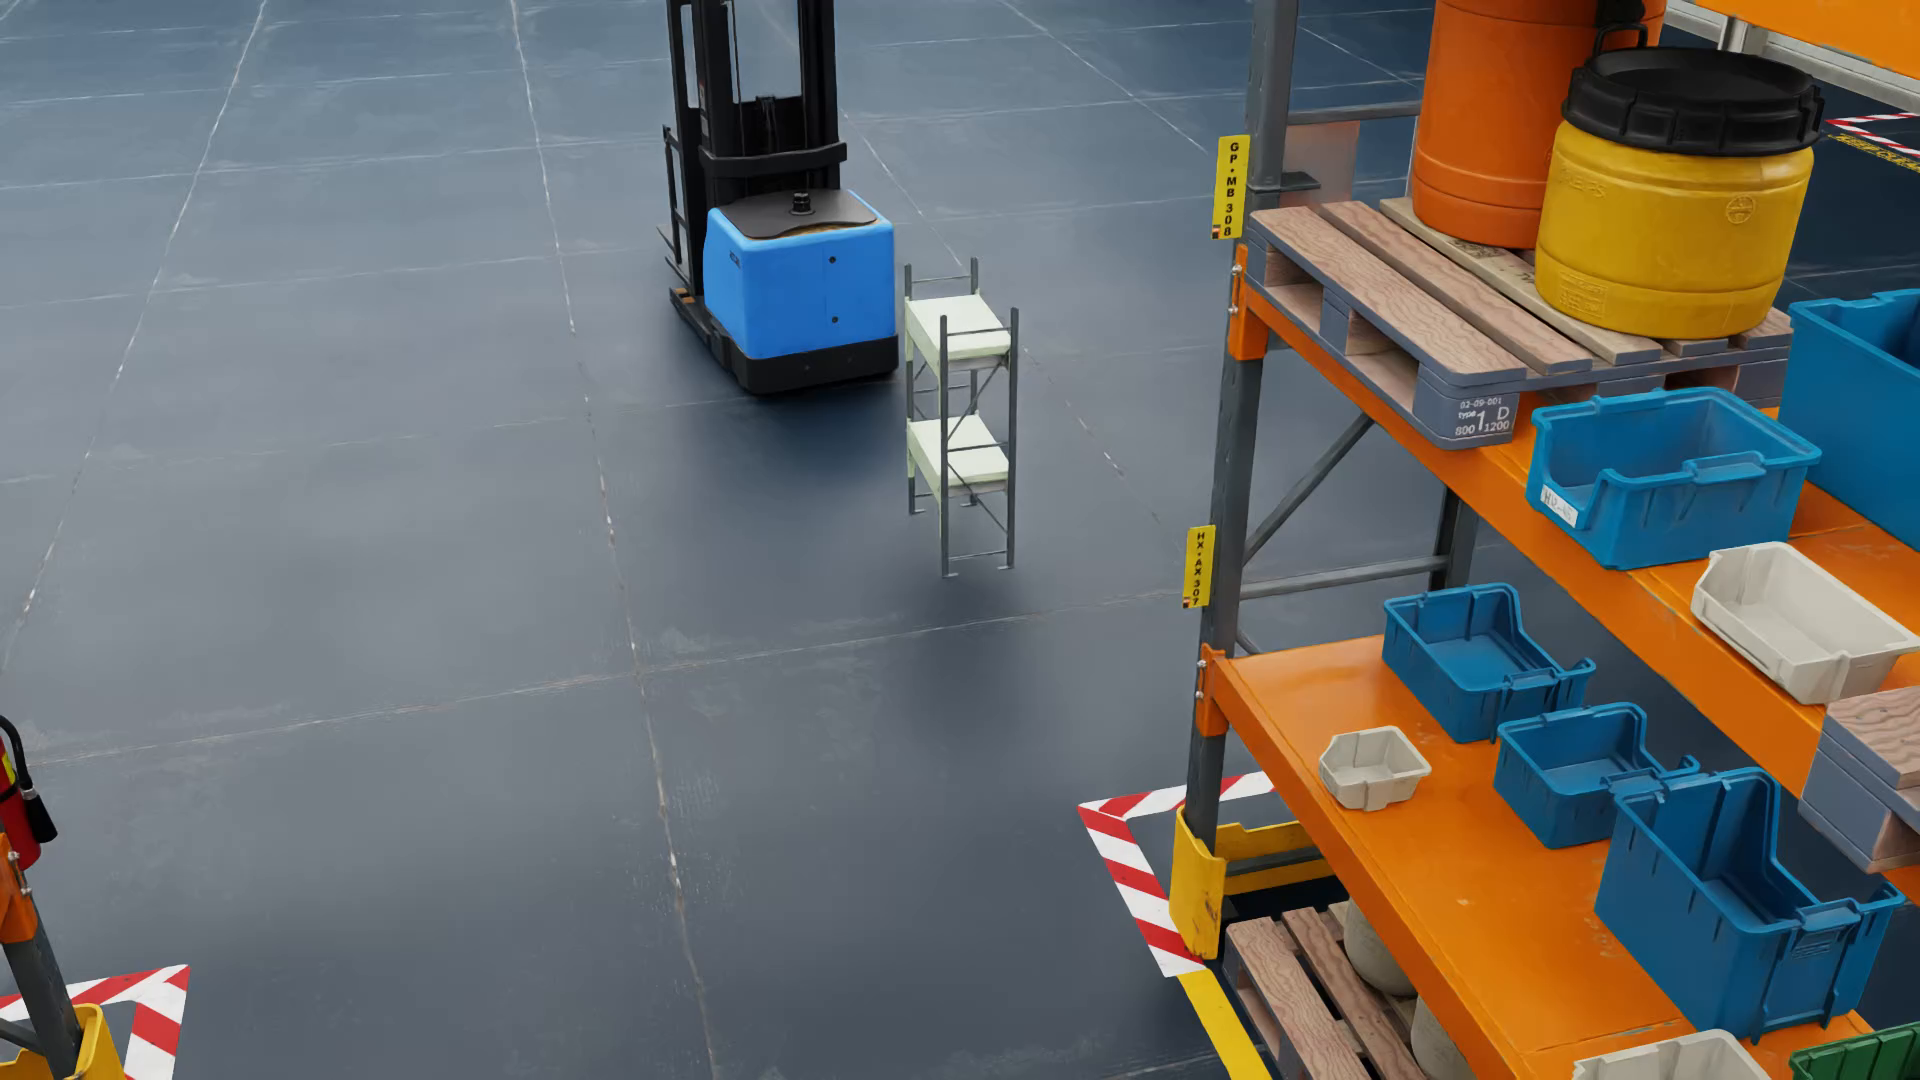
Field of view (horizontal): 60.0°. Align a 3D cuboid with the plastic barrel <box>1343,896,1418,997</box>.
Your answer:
[{"bbox_3d":[1.614,1.347,5.993,0.421,0.512,0.421,0,30,0],"label":"plastic barrel"}]

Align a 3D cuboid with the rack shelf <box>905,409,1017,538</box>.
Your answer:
[{"bbox_3d":[-0.002,-0.370,9.043,0.431,0.370,0.720,-8,31,-13],"label":"rack shelf"}]

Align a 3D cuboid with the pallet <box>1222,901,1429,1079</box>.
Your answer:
[{"bbox_3d":[1.642,1.775,5.973,1.003,0.211,1.213,-8,31,-13],"label":"pallet"}]

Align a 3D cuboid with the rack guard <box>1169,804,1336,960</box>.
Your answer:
[{"bbox_3d":[1.432,1.257,6.580,1.175,0.500,0.348,-8,31,-13],"label":"rack guard"}]

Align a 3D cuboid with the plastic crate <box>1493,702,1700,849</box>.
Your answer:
[{"bbox_3d":[1.954,0.725,5.151,0.499,0.251,0.408,-8,31,-13],"label":"plastic crate"}]

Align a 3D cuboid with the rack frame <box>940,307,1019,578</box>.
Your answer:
[{"bbox_3d":[0.095,-0.476,8.574,0.400,1.500,0.023,-8,31,-13],"label":"rack frame"}]

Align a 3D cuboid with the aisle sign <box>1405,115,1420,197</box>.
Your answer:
[{"bbox_3d":[1.633,-1.055,5.483,0.394,0.787,0.004,-8,31,-13],"label":"aisle sign"}]

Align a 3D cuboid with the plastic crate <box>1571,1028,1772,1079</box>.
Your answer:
[{"bbox_3d":[1.753,1.440,4.031,0.530,0.136,0.437,-8,31,-13],"label":"plastic crate"}]

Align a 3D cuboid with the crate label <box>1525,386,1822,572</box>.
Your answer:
[{"bbox_3d":[1.544,-0.142,3.654,0.502,0.251,0.408,-8,31,-13],"label":"crate label"}]

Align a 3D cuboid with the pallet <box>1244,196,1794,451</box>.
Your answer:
[{"bbox_3d":[1.491,-0.660,4.589,1.003,0.211,1.213,-8,31,-13],"label":"pallet"}]

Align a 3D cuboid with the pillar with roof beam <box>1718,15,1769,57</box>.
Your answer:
[{"bbox_3d":[4.602,-8.770,15.418,9.100,9.000,0.400,-8,31,-13],"label":"pillar with roof beam"}]

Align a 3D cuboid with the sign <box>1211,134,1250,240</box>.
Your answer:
[{"bbox_3d":[0.835,-1.087,5.130,0.100,0.325,0.005,-8,31,-13],"label":"sign"}]

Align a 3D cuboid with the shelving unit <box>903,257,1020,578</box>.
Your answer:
[{"bbox_3d":[-0.002,-0.652,8.880,0.431,1.500,0.755,-8,31,-13],"label":"shelving unit"}]

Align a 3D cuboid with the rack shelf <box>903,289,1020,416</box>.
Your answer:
[{"bbox_3d":[-0.002,-0.990,8.684,0.431,0.370,0.720,-8,31,-13],"label":"rack shelf"}]

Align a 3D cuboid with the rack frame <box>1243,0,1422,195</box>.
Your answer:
[{"bbox_3d":[1.366,-2.452,4.503,1.000,3.000,0.127,-8,31,-13],"label":"rack frame"}]

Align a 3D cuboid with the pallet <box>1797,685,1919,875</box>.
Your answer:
[{"bbox_3d":[2.142,0.524,2.544,1.213,0.211,1.003,-8,31,-13],"label":"pallet"}]

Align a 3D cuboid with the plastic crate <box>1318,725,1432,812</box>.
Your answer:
[{"bbox_3d":[1.293,0.733,5.252,0.298,0.136,0.250,-8,31,-13],"label":"plastic crate"}]

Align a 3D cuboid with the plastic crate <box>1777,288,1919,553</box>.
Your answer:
[{"bbox_3d":[2.163,-0.266,3.737,0.392,0.384,0.575,-8,31,-13],"label":"plastic crate"}]

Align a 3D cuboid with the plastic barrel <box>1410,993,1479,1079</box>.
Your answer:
[{"bbox_3d":[1.748,1.589,5.574,0.421,0.512,0.421,0,30,0],"label":"plastic barrel"}]

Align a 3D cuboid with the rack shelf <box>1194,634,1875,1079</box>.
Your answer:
[{"bbox_3d":[1.897,1.422,4.518,1.077,0.370,4.000,-8,31,-13],"label":"rack shelf"}]

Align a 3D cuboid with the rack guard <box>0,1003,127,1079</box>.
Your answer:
[{"bbox_3d":[-3.389,1.921,5.431,1.175,0.500,0.348,-8,31,-13],"label":"rack guard"}]

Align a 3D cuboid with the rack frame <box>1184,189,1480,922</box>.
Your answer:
[{"bbox_3d":[1.366,0.144,6.006,1.000,3.000,0.127,-8,31,-13],"label":"rack frame"}]

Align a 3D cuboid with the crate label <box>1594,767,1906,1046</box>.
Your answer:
[{"bbox_3d":[2.115,0.982,4.524,0.502,0.435,0.616,-8,31,-13],"label":"crate label"}]

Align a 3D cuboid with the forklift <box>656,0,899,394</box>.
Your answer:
[{"bbox_3d":[-1.467,-2.932,11.390,1.130,2.935,3.031,-12,32,-20],"label":"forklift"}]

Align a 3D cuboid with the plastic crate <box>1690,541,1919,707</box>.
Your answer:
[{"bbox_3d":[1.612,0.171,3.230,0.243,0.136,0.396,-8,31,-13],"label":"plastic crate"}]

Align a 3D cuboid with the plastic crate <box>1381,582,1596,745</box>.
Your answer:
[{"bbox_3d":[1.787,0.411,5.695,0.499,0.251,0.616,-8,31,-13],"label":"plastic crate"}]

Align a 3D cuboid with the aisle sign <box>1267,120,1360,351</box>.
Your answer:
[{"bbox_3d":[1.065,-0.977,5.348,0.394,0.787,0.004,-8,31,-13],"label":"aisle sign"}]

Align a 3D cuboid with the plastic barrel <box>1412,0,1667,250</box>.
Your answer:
[{"bbox_3d":[1.618,-1.304,4.666,0.600,0.830,0.708,-8,31,-13],"label":"plastic barrel"}]

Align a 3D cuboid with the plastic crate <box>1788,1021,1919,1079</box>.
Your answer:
[{"bbox_3d":[2.340,1.475,3.919,0.450,0.188,0.662,-8,31,-13],"label":"plastic crate"}]

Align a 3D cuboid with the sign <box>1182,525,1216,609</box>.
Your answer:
[{"bbox_3d":[0.835,0.096,5.814,0.100,0.325,0.005,-8,31,-13],"label":"sign"}]

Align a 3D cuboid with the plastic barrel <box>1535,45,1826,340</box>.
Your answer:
[{"bbox_3d":[1.791,-0.883,4.180,0.600,0.588,0.600,0,30,0],"label":"plastic barrel"}]

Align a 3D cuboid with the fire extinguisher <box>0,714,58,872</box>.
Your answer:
[{"bbox_3d":[-2.995,0.720,5.089,0.296,0.674,0.183,-8,31,-13],"label":"fire extinguisher"}]

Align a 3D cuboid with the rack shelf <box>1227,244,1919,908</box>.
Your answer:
[{"bbox_3d":[1.897,0.123,3.766,1.077,0.370,4.000,-8,31,-13],"label":"rack shelf"}]

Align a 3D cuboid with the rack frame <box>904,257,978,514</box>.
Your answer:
[{"bbox_3d":[-0.099,-0.829,9.185,0.400,1.500,0.023,-8,31,-13],"label":"rack frame"}]

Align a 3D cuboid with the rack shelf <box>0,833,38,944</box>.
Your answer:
[{"bbox_3d":[-2.878,2.080,3.380,1.077,0.370,4.000,-8,31,-13],"label":"rack shelf"}]
